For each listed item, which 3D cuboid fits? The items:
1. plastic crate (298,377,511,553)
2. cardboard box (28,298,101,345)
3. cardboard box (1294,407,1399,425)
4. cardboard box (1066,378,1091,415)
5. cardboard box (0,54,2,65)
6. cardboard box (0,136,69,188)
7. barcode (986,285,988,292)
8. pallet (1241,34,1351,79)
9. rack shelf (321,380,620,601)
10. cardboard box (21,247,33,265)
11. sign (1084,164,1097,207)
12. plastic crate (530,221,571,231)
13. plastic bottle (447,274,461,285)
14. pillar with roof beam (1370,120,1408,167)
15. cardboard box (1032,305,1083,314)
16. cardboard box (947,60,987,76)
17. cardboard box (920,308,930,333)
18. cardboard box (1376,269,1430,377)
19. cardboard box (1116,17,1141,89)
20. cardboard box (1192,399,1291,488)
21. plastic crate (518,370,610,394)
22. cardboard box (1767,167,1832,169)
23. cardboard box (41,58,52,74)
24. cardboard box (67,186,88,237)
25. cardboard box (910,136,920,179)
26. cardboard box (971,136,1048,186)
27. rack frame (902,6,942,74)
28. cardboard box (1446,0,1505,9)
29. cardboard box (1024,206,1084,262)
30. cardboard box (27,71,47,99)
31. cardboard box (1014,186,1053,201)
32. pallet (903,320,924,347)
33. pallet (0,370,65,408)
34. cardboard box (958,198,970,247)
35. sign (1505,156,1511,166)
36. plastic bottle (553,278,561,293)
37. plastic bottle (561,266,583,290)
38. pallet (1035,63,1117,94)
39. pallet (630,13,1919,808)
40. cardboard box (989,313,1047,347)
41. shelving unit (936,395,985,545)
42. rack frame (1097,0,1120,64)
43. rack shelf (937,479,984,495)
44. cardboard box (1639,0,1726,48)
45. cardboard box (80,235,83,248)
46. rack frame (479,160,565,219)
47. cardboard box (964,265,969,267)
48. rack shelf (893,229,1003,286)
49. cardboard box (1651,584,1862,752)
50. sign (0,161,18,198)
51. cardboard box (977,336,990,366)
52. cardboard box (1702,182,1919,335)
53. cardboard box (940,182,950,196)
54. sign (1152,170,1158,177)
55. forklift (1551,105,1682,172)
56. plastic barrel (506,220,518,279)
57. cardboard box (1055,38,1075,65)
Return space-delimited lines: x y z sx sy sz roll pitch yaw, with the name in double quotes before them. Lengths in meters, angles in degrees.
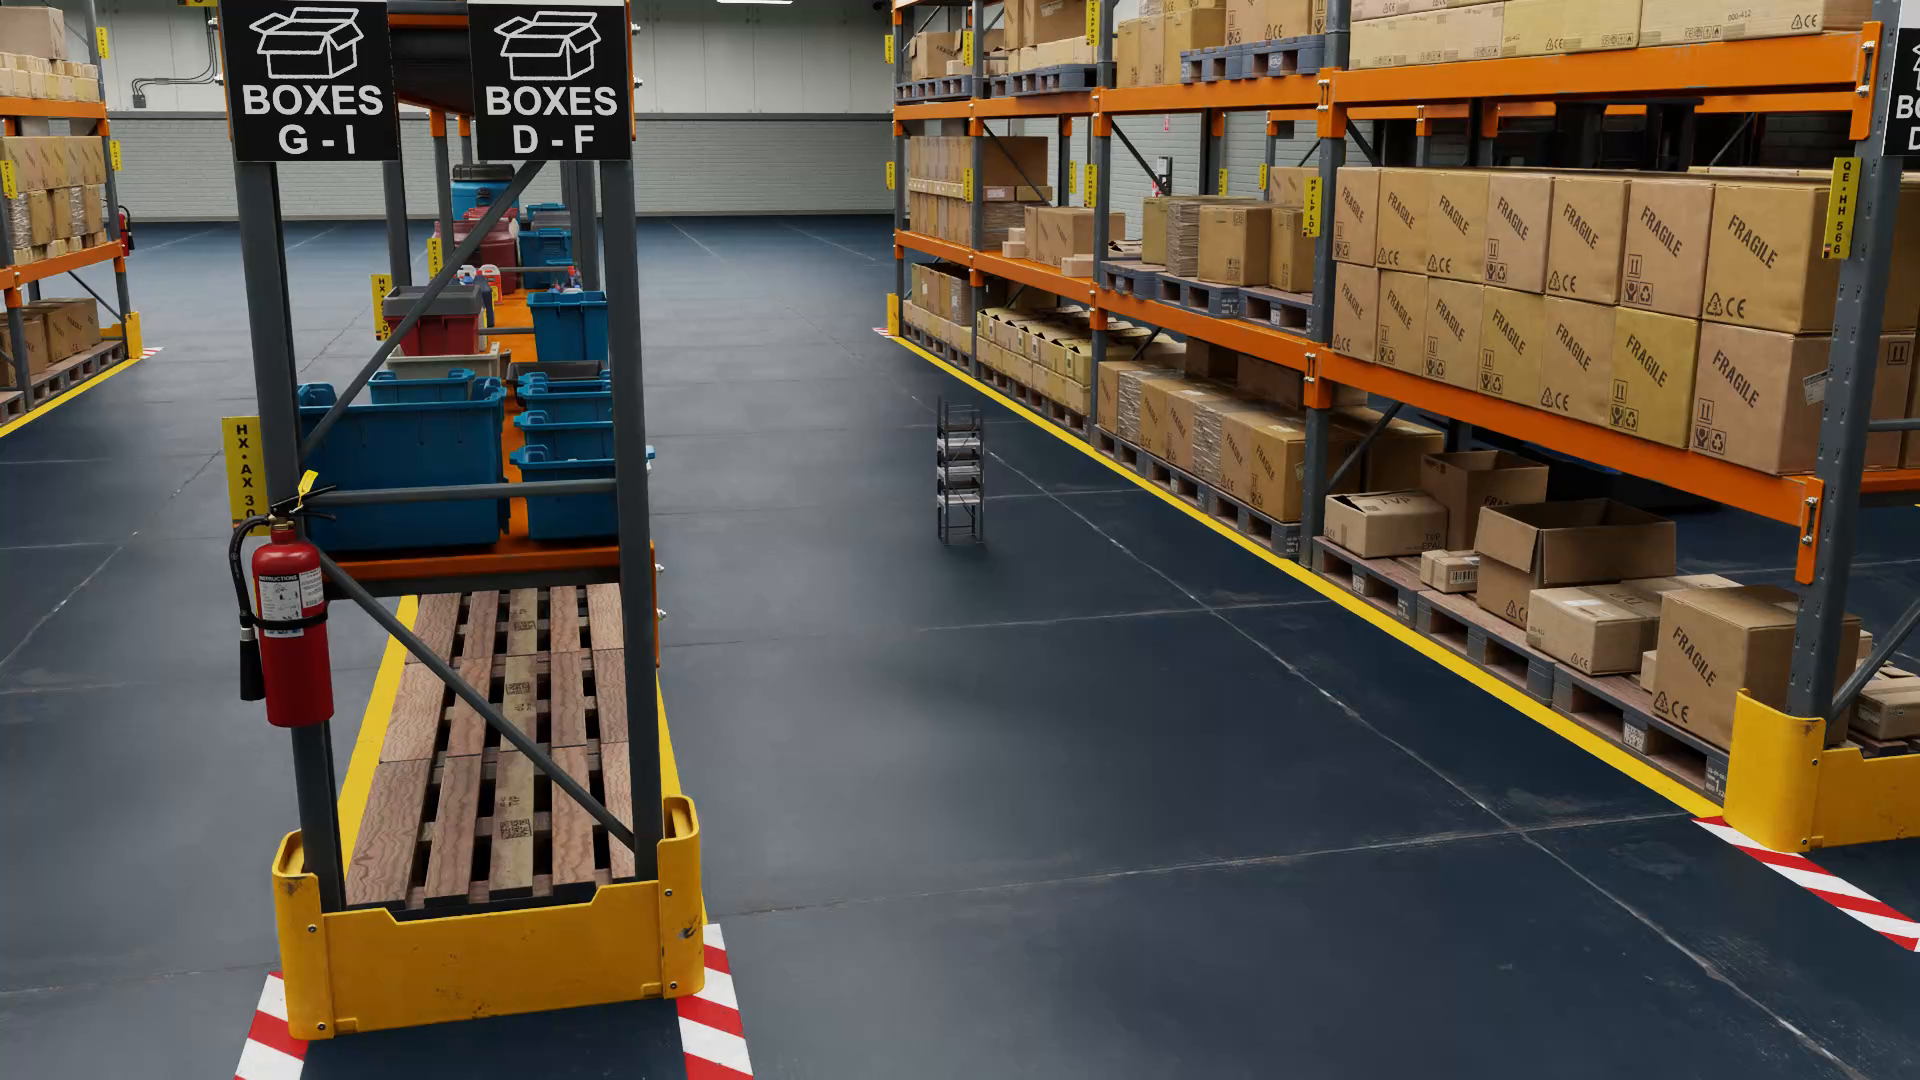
"plastic crate" -1.637 -0.237 4.877 0.616 0.435 0.499 -3 14 -13
"cardboard box" -9.819 -2.384 18.247 0.500 0.500 0.500 -1 14 -3
"cardboard box" 2.487 -0.569 10.777 0.500 0.500 0.500 -3 14 -12
"cardboard box" 1.199 -1.221 14.013 0.500 0.250 0.500 -3 14 -12
"cardboard box" -8.915 -4.344 15.044 0.380 0.149 0.250 -4 14 -16
"cardboard box" -9.232 -3.759 16.547 0.500 0.500 0.500 -3 14 -13
"barcode" 0.276 -2.551 16.867 0.001 0.075 0.075 -3 14 -13
"pallet" 2.414 -2.842 9.817 1.213 0.211 1.003 -3 14 -13
"rack shelf" -1.847 -0.331 6.566 0.919 0.124 3.809 -3 14 -13
"cardboard box" -8.814 -2.619 15.357 0.380 0.149 0.250 -3 14 -13
"sign" 1.021 -2.776 13.029 0.100 0.325 0.005 -3 14 -13
"plastic crate" -3.338 -2.391 13.757 0.402 0.464 0.583 -3 14 -13
"plastic bottle" -3.109 -1.471 10.231 0.144 0.351 0.185 -3 14 -13
"pillar with roof beam" 1.316 -6.929 19.826 9.100 9.000 0.400 -3 14 -13
"cardboard box" 0.994 -2.231 16.966 0.500 0.311 0.500 -3 14 -13
"cardboard box" 0.072 -5.038 17.757 0.380 0.149 0.250 -3 14 -13
"cardboard box" -0.171 -2.592 19.626 0.500 0.250 0.500 -3 14 -13
"cardboard box" 2.478 -1.120 8.481 0.500 0.500 0.500 -3 14 -12
"cardboard box" 1.695 -3.652 12.524 0.910 0.500 0.500 -3 14 -13
"cardboard box" 1.880 -0.650 11.106 0.500 0.500 0.500 -3 14 -12
"plastic crate" -1.495 -0.520 6.463 0.416 0.233 0.300 -3 14 -13
"cardboard box" 6.851 -2.879 13.432 0.500 0.250 0.500 -4 14 -15
"cardboard box" -9.263 -4.704 16.517 0.380 0.149 0.250 -4 14 -16
"cardboard box" -9.537 -3.377 17.094 0.875 0.500 0.500 -3 14 -13
"cardboard box" -0.209 -4.649 20.190 0.700 0.500 0.500 -3 14 -13
"cardboard box" 0.510 -3.949 17.324 0.700 0.500 0.500 -3 14 -13
"rack frame" -0.316 -7.005 20.139 0.949 2.616 0.053 -3 14 -13
"cardboard box" 2.597 -2.592 7.659 0.500 0.250 0.500 -3 14 -13
"cardboard box" 0.909 -2.917 15.835 0.500 0.500 0.500 -2 14 -9
"cardboard box" -9.102 -4.356 15.931 0.500 0.250 0.500 -4 14 -15
"cardboard box" 0.746 -3.604 17.282 0.380 0.149 0.250 -3 14 -13
"pallet" -4.296 -5.899 22.211 7.996 5.868 8.017 -3 14 -13
"pallet" -9.202 -1.415 15.773 1.003 0.211 1.213 -3 14 -13
"cardboard box" 0.380 -3.440 17.975 0.700 0.500 0.500 -3 14 -14
"sign" 5.973 -4.039 18.199 0.100 0.325 0.005 -3 14 -13
"plastic bottle" -2.574 -1.529 10.612 0.061 0.283 0.133 -3 14 -13
"plastic bottle" -2.481 -1.574 10.651 0.144 0.351 0.185 -3 14 -13
"pallet" 1.314 -3.762 13.583 1.213 0.211 1.003 -3 14 -11
"pallet" -5.602 -7.268 27.534 7.867 5.999 48.037 -3 14 -13
"cardboard box" 0.588 -2.083 16.362 0.500 0.311 0.500 -3 14 -14
"shelving unit" 0.002 -0.435 10.313 0.258 0.900 0.210 -3 14 -13
"rack frame" 1.560 -5.159 12.584 1.000 3.000 0.127 -3 14 -13
"rack shelf" 0.002 -0.315 10.342 0.258 0.077 0.200 -3 14 -13
"cardboard box" 2.955 -2.003 6.303 0.500 0.250 0.500 -3 14 -13
"cardboard box" -9.452 -3.132 17.455 0.380 0.149 0.250 -3 14 -13
"rack frame" -5.135 -3.815 19.723 1.000 3.000 0.127 -3 14 -13
"cardboard box" 0.345 -2.986 19.658 0.500 0.500 0.500 -3 14 -13
"rack shelf" 0.151 -3.280 19.047 1.077 0.370 4.000 -3 14 -13
"cardboard box" 3.072 0.489 6.443 0.500 0.500 0.500 -3 14 -13
"sign" -8.471 -3.211 14.809 0.100 0.325 0.005 -3 14 -13
"cardboard box" 0.474 -1.929 16.912 0.500 0.250 0.500 -4 14 -15
"cardboard box" 3.067 -1.021 5.969 0.500 0.500 0.500 -3 14 -14
"cardboard box" -0.014 -3.936 18.641 0.380 0.149 0.250 -3 14 -11
"sign" 3.511 -6.617 30.000 0.001 0.109 0.331 -3 14 -13
"forklift" 5.324 -2.154 13.067 3.258 2.935 4.519 -3 14 -12
"plastic barrel" -3.705 -2.249 13.079 0.421 0.512 0.421 0 14 0
"cardboard box" 1.135 -4.187 14.357 0.500 0.250 0.500 -4 14 -14
